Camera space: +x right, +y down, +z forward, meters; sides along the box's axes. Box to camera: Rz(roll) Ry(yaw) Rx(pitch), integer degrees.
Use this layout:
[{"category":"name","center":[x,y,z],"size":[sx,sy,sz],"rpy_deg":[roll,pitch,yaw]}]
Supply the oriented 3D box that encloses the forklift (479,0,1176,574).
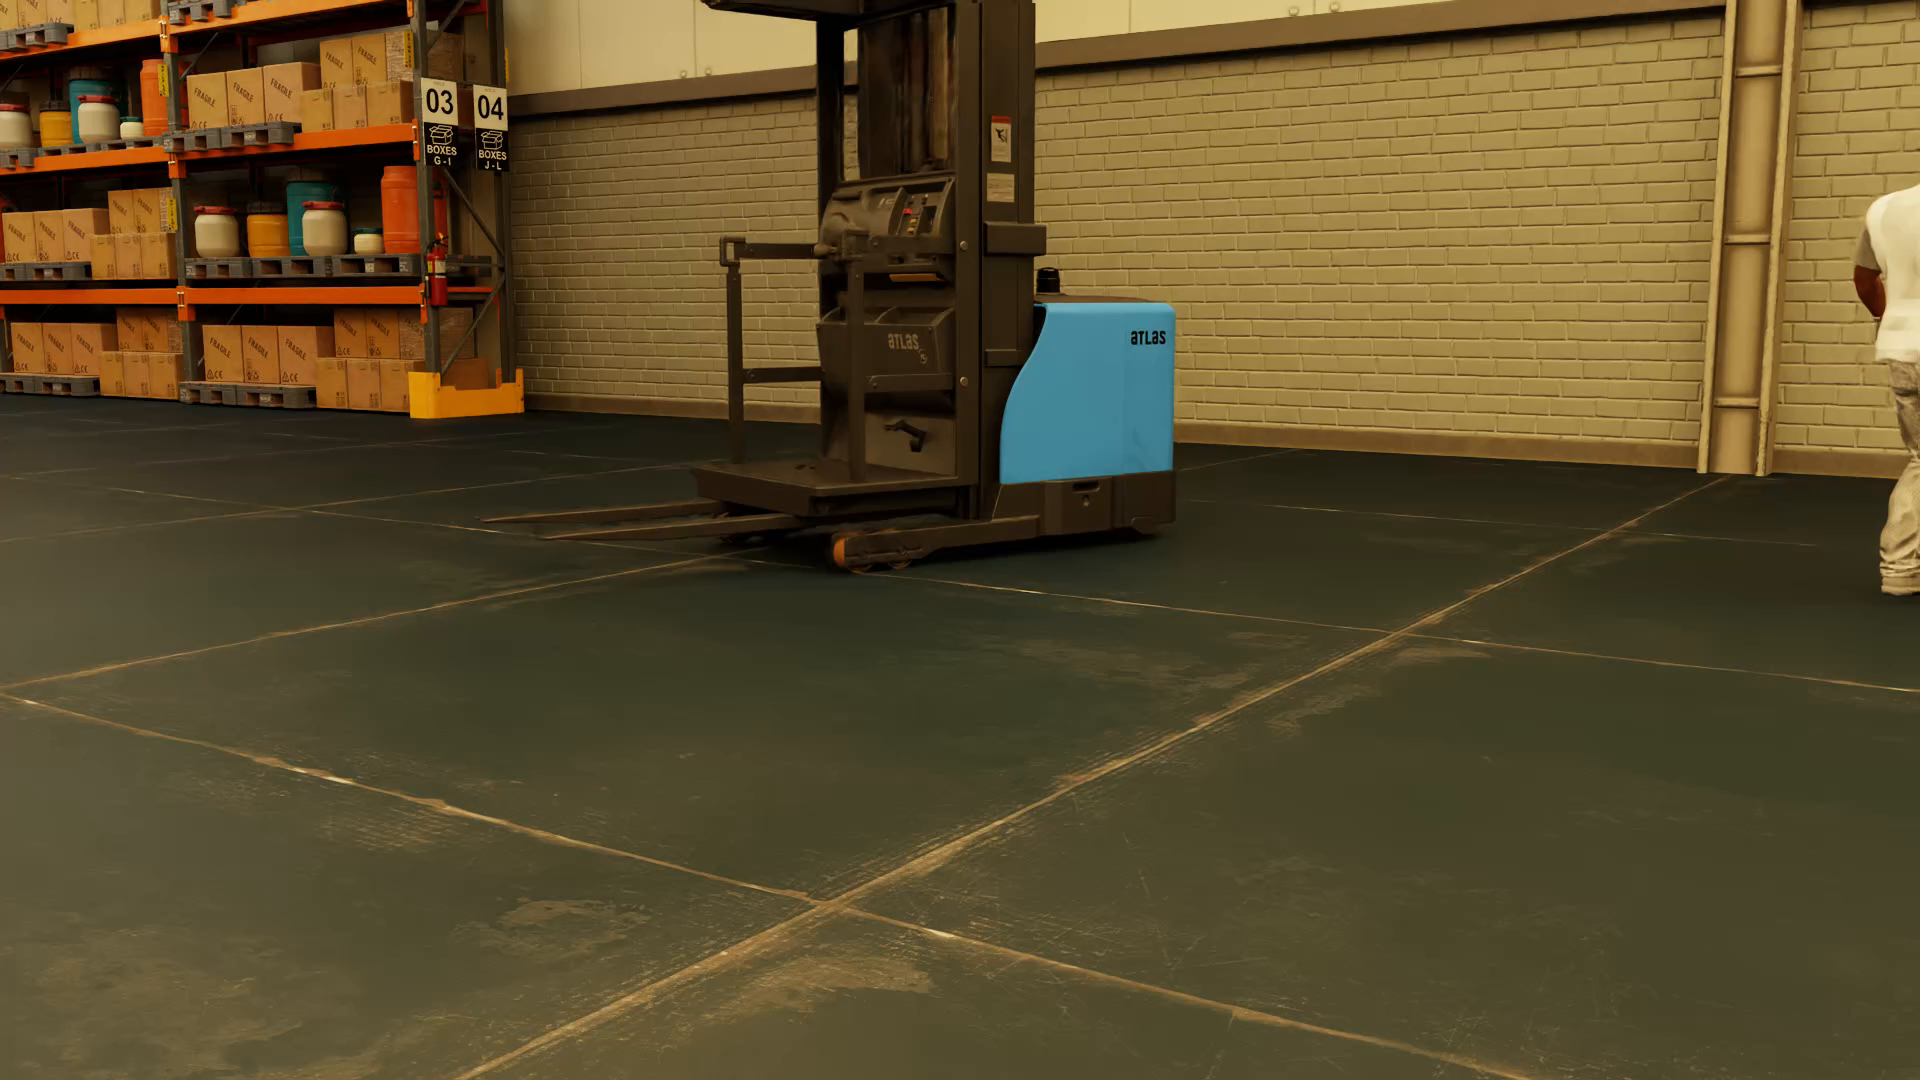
[{"category":"forklift","center":[-0.491,-1.400,7.039],"size":[3.031,2.935,1.130],"rpy_deg":[-6,10,-36]}]

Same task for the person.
[{"category":"person","center":[3.599,-0.652,6.060],"size":[0.488,1.788,0.913],"rpy_deg":[-2,8,-11]}]
